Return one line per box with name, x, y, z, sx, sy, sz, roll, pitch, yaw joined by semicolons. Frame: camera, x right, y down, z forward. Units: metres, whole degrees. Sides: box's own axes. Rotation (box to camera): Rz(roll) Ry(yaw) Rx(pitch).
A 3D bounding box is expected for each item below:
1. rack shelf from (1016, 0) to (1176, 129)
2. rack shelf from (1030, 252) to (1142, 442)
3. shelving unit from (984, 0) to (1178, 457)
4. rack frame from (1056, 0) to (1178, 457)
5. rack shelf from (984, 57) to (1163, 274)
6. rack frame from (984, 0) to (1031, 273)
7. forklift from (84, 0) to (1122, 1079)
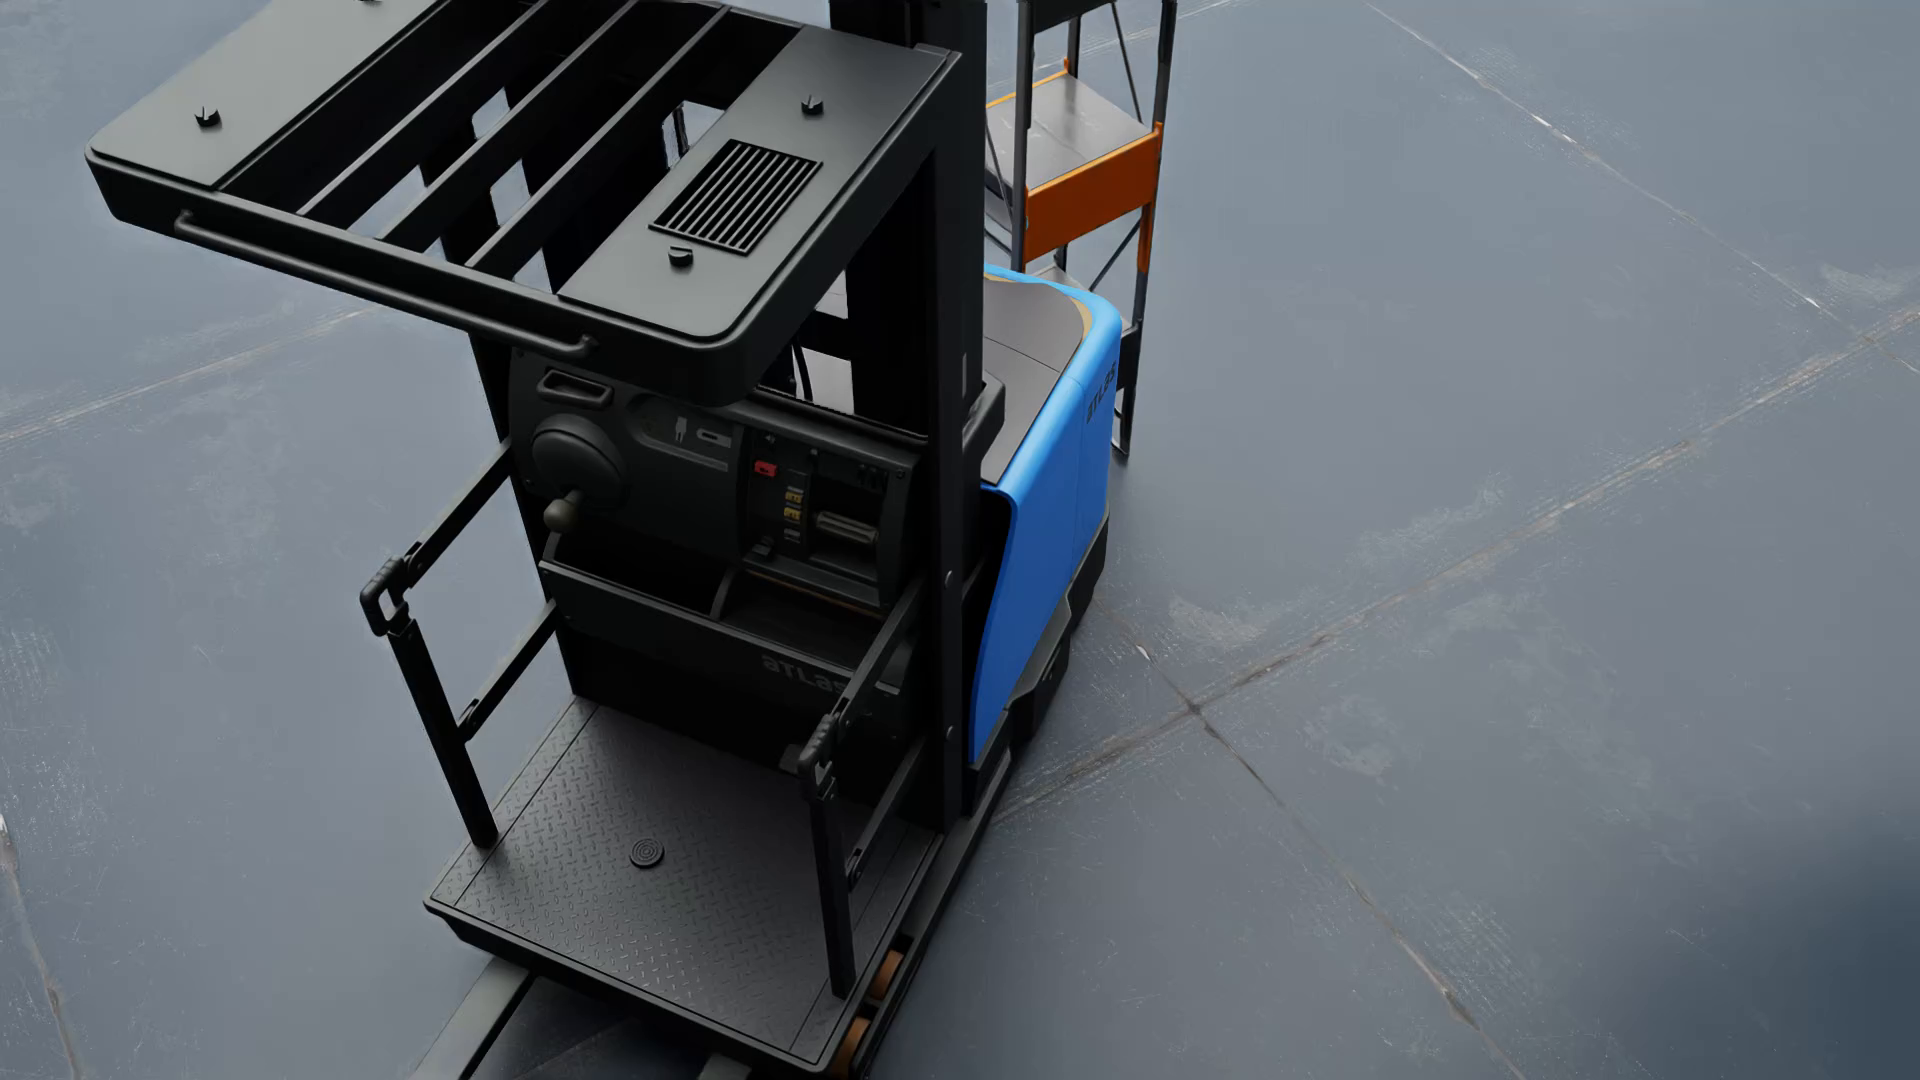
rack shelf;0.238;-1.440;4.207;0.480;0.518;0.431;-30;55;-24
rack shelf;0.238;-0.509;5.253;0.480;0.518;0.431;-30;55;-24
shelving unit;0.238;-0.983;4.720;0.503;2.100;0.431;-30;55;-24
rack frame;0.432;-1.094;4.818;0.015;2.100;0.400;-30;55;-24
rack shelf;0.238;-0.974;4.730;0.480;0.518;0.431;-30;55;-24
rack frame;0.044;-0.873;4.621;0.015;2.100;0.400;-30;55;-24
forklift;-0.614;-0.030;3.314;1.130;2.935;3.031;18;51;16
